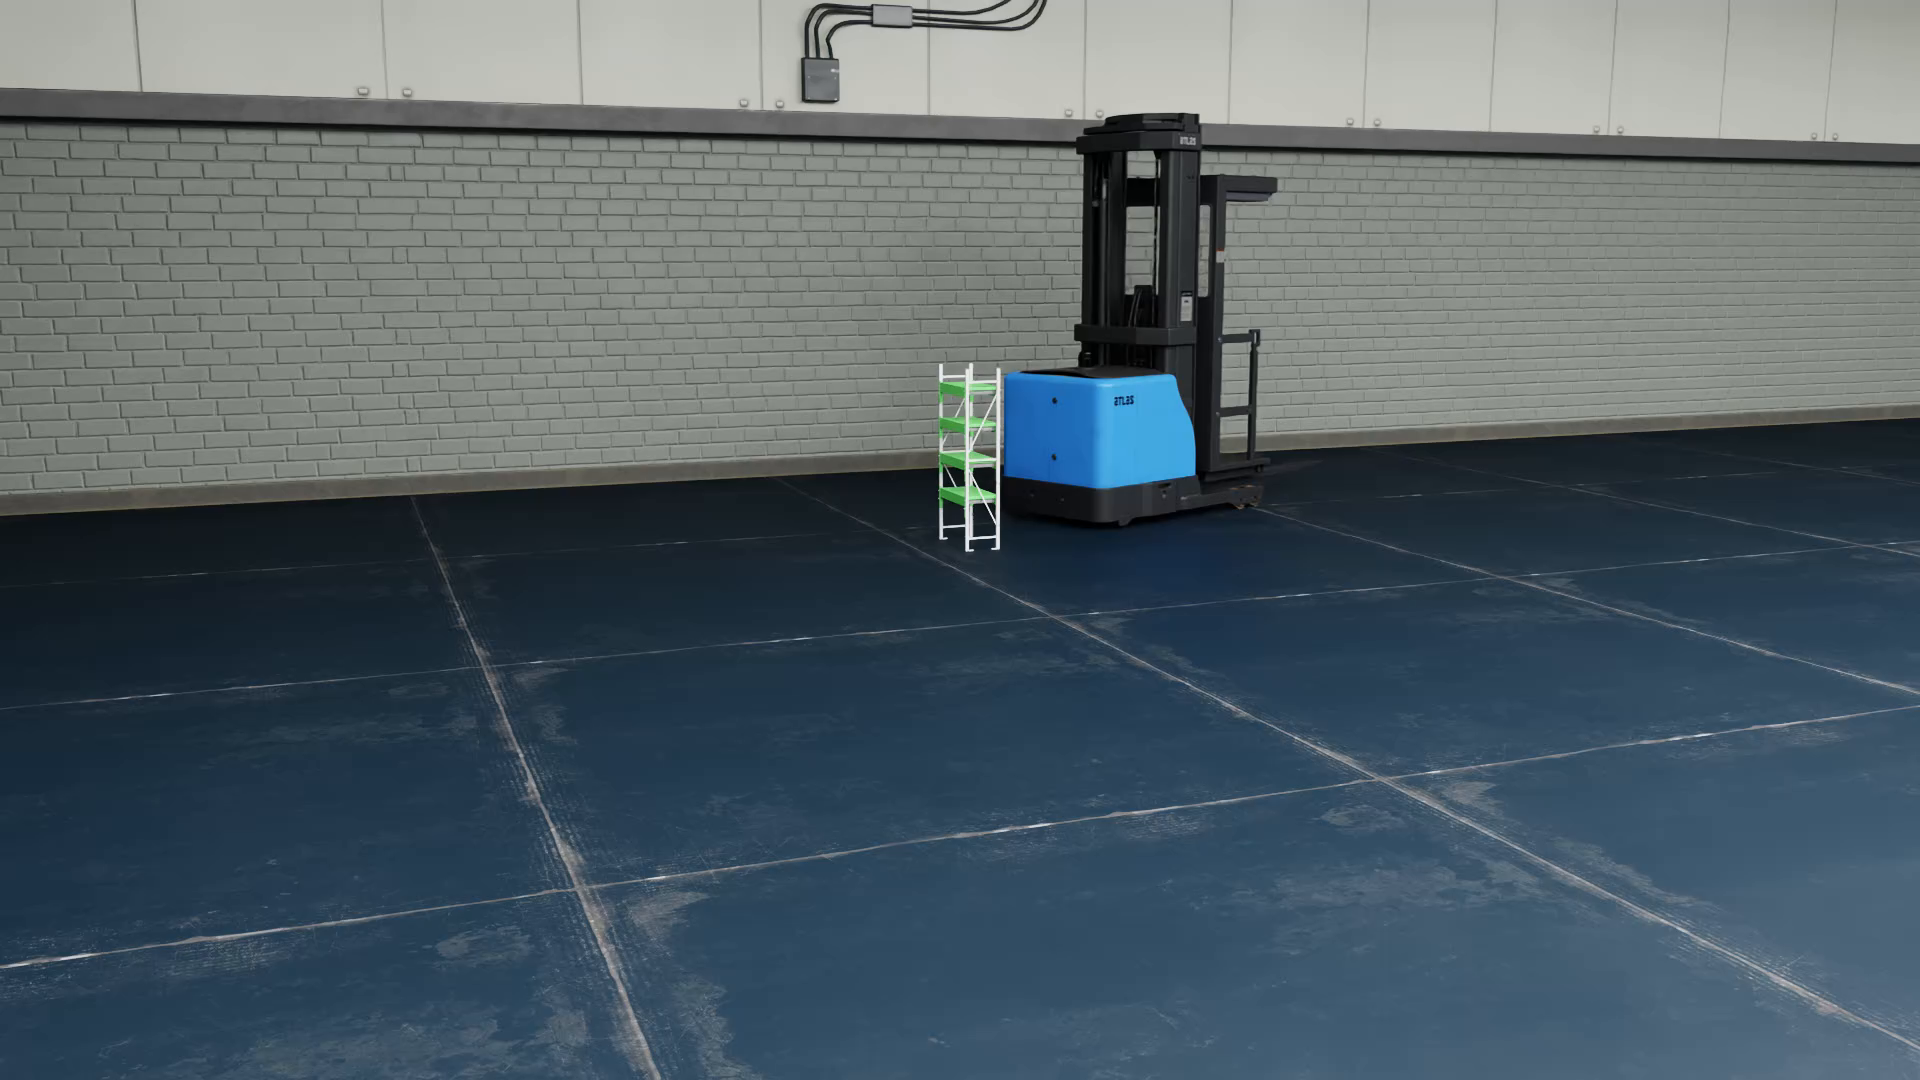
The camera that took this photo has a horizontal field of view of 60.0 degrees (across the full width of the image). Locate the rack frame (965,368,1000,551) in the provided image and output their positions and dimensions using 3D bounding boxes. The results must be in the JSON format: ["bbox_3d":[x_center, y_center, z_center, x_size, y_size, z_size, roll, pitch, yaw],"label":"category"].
[{"bbox_3d":[0.148,-0.524,10.939,0.240,1.200,0.015,-4,11,-21],"label":"rack frame"}]

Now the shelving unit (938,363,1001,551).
[{"bbox_3d":[0.060,-0.564,11.163,0.258,1.200,0.503,-4,11,-21],"label":"shelving unit"}]

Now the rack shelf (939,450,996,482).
[{"bbox_3d":[0.060,-0.501,11.174,0.258,0.148,0.480,-4,11,-21],"label":"rack shelf"}]

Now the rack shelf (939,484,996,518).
[{"bbox_3d":[0.060,-0.265,11.216,0.258,0.148,0.480,-4,11,-21],"label":"rack shelf"}]

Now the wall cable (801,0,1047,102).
[{"bbox_3d":[-0.245,-6.749,13.955,2.305,6.003,0.169,-4,11,-21],"label":"wall cable"}]

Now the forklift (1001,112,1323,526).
[{"bbox_3d":[1.712,-1.737,12.815,3.031,2.935,1.130,-10,14,-44],"label":"forklift"}]

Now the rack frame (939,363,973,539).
[{"bbox_3d":[-0.028,-0.604,11.387,0.240,1.200,0.015,-4,11,-21],"label":"rack frame"}]

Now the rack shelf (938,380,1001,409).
[{"bbox_3d":[0.060,-0.973,11.090,0.258,0.148,0.480,-4,11,-21],"label":"rack shelf"}]

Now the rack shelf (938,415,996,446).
[{"bbox_3d":[0.060,-0.737,11.132,0.258,0.148,0.480,-4,11,-21],"label":"rack shelf"}]
